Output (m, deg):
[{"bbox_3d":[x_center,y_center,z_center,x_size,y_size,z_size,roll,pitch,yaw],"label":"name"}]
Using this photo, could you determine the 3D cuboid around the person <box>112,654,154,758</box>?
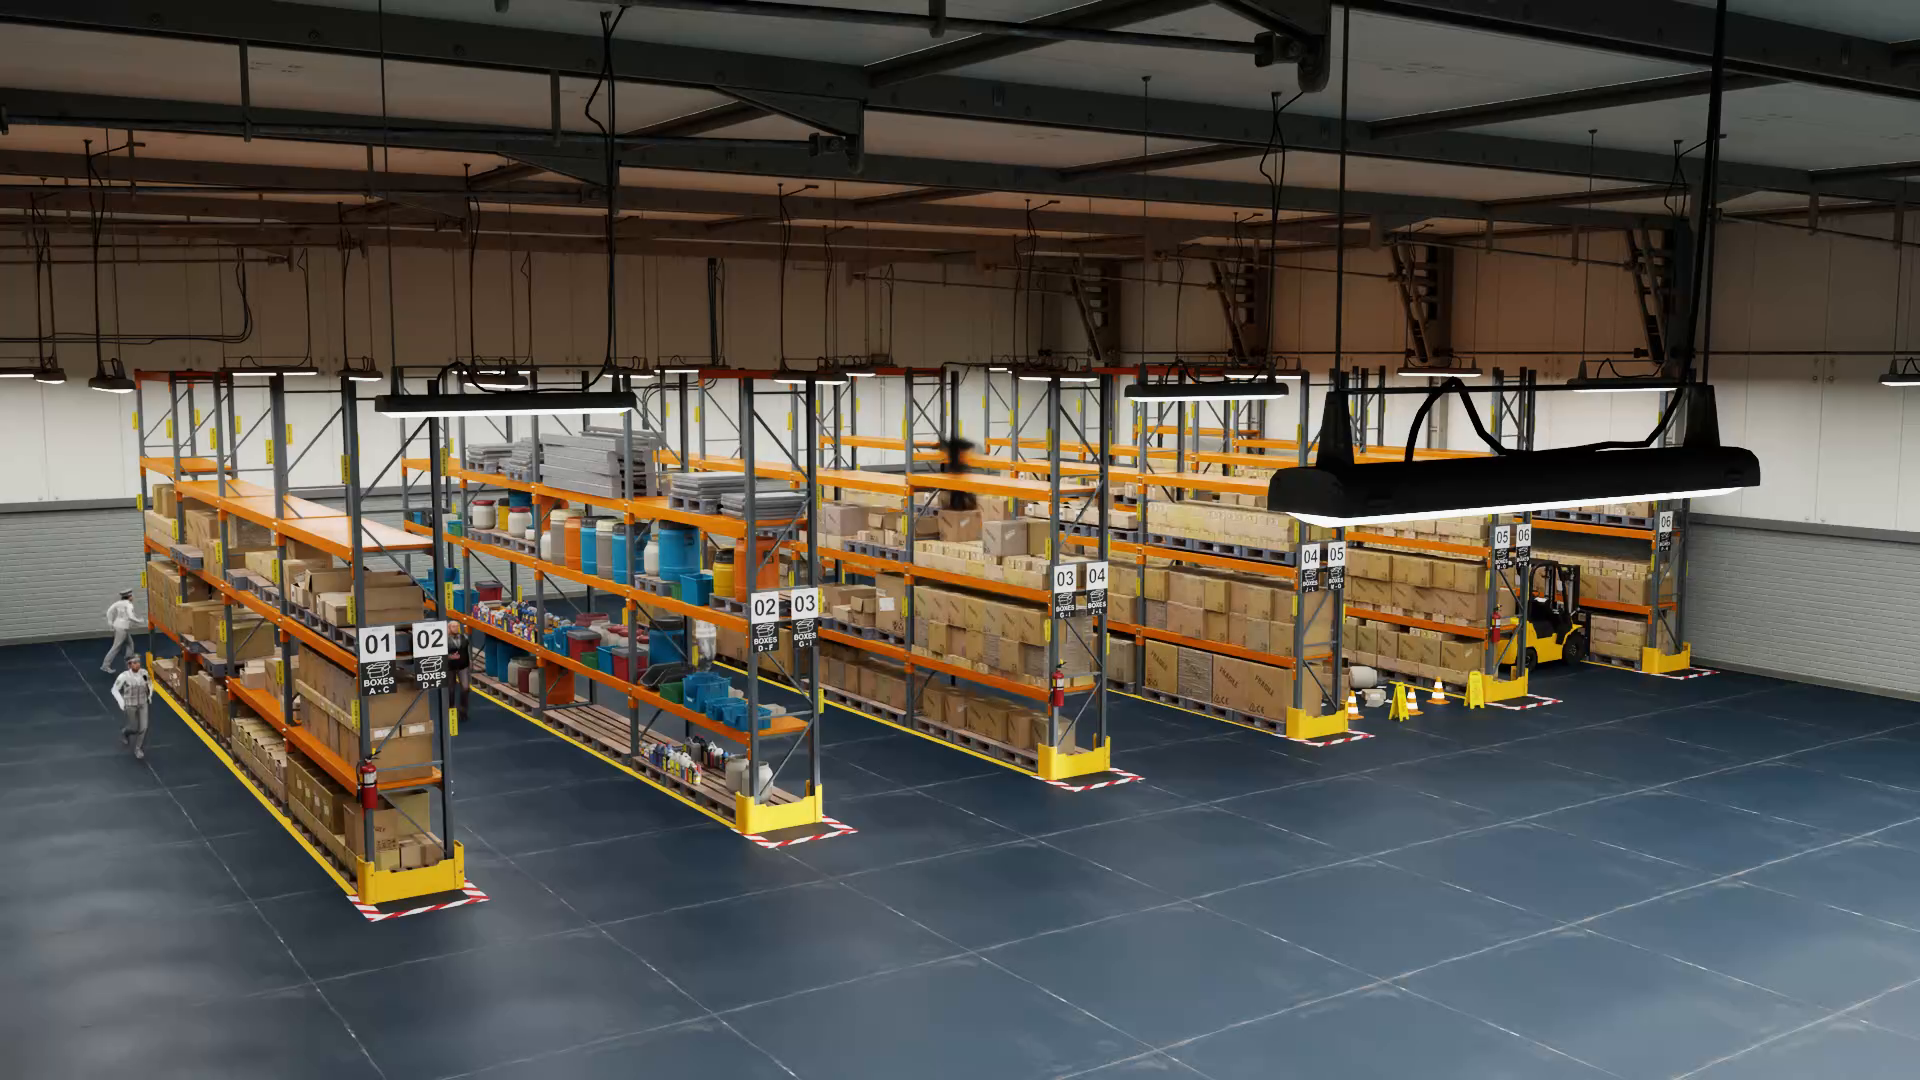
[{"bbox_3d":[-12.999,2.584,26.171,0.584,1.646,0.632,6,9,43],"label":"person"}]

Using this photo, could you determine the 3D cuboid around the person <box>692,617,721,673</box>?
[{"bbox_3d":[-4.837,1.861,31.807,0.678,1.735,0.624,-5,8,-37],"label":"person"}]

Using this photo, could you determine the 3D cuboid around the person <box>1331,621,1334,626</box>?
[{"bbox_3d":[8.013,1.431,36.390,0.546,1.573,0.923,-5,8,-39],"label":"person"}]

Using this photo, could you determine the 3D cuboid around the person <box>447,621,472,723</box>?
[{"bbox_3d":[-8.669,2.260,28.592,0.605,1.772,0.833,-3,7,-28],"label":"person"}]

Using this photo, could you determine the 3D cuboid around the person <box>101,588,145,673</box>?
[{"bbox_3d":[-16.565,1.799,32.828,0.879,1.673,0.590,-6,9,-43],"label":"person"}]
